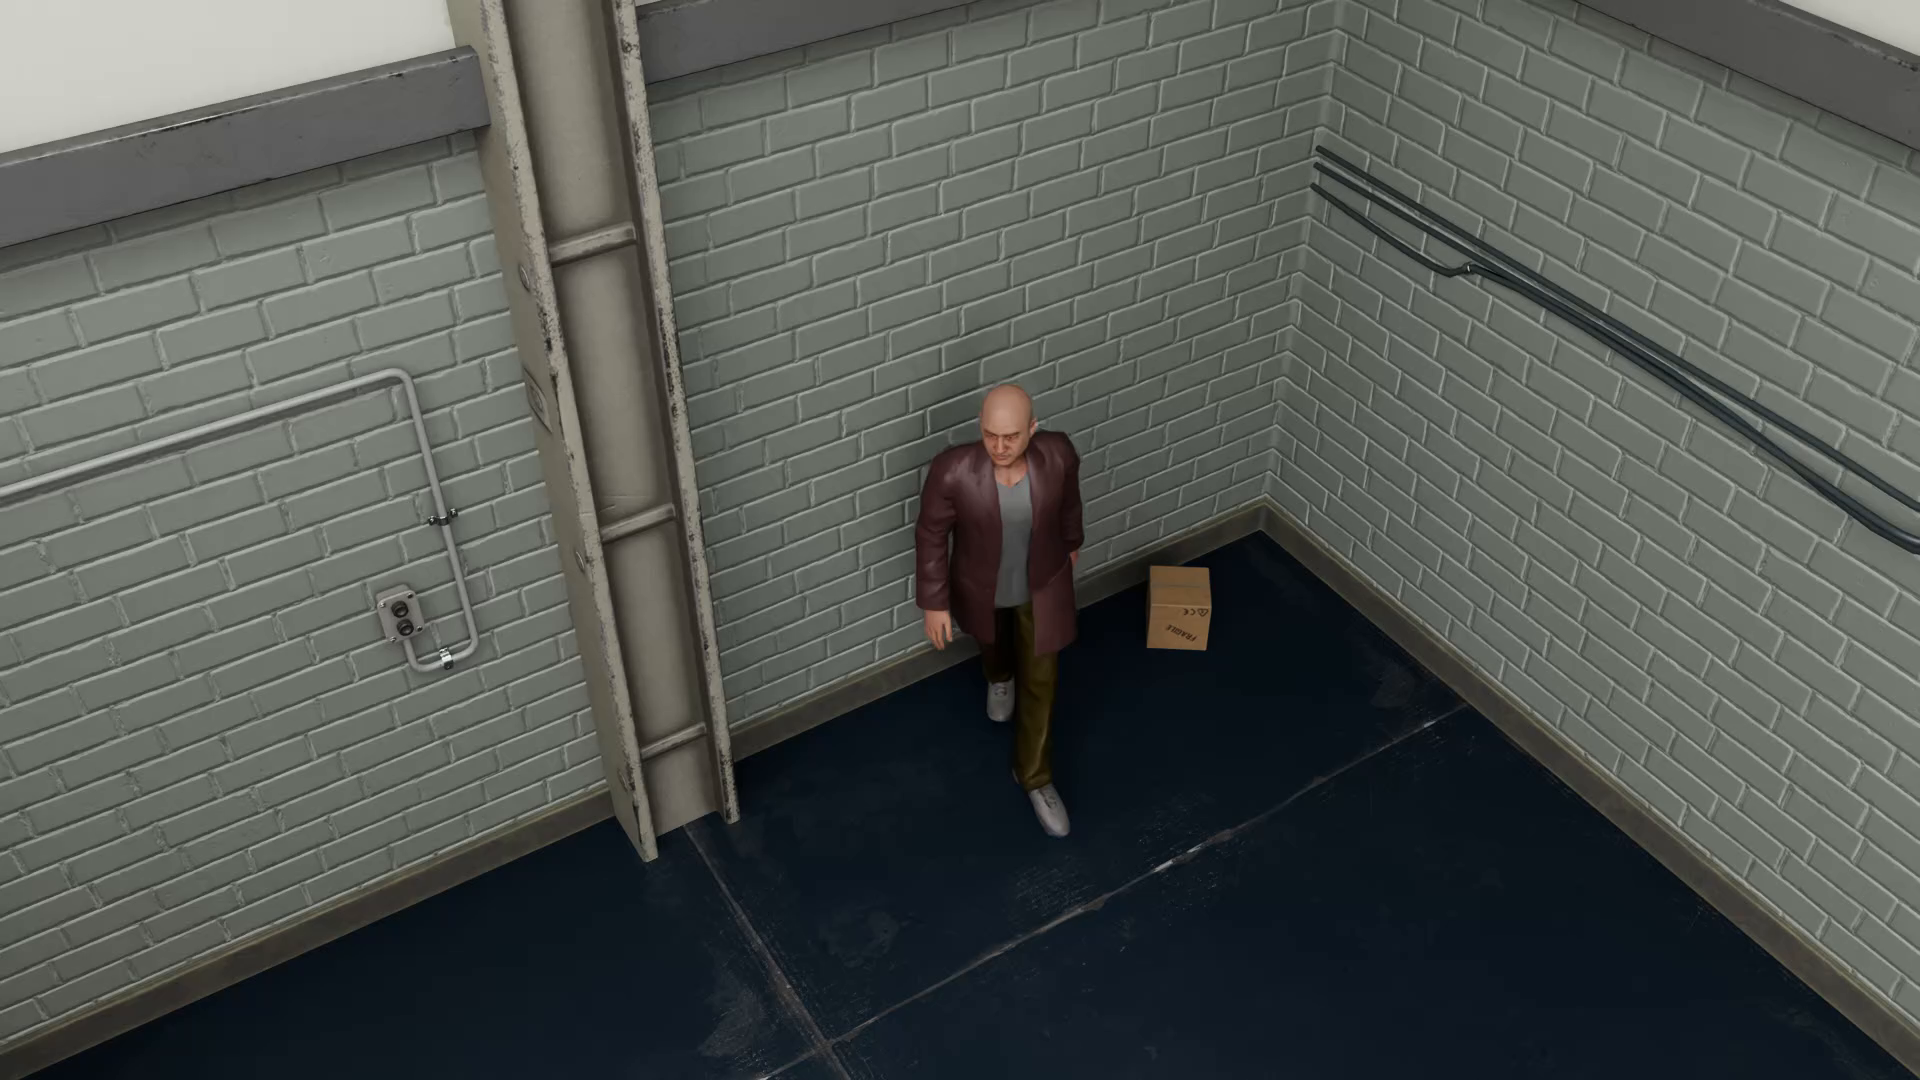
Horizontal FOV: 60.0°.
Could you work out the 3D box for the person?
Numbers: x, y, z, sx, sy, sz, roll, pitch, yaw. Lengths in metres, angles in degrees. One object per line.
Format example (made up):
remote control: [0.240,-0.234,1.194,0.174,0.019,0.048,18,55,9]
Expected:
person: [0.150,0.150,5.986,0.617,1.773,0.920,-1,40,-1]
